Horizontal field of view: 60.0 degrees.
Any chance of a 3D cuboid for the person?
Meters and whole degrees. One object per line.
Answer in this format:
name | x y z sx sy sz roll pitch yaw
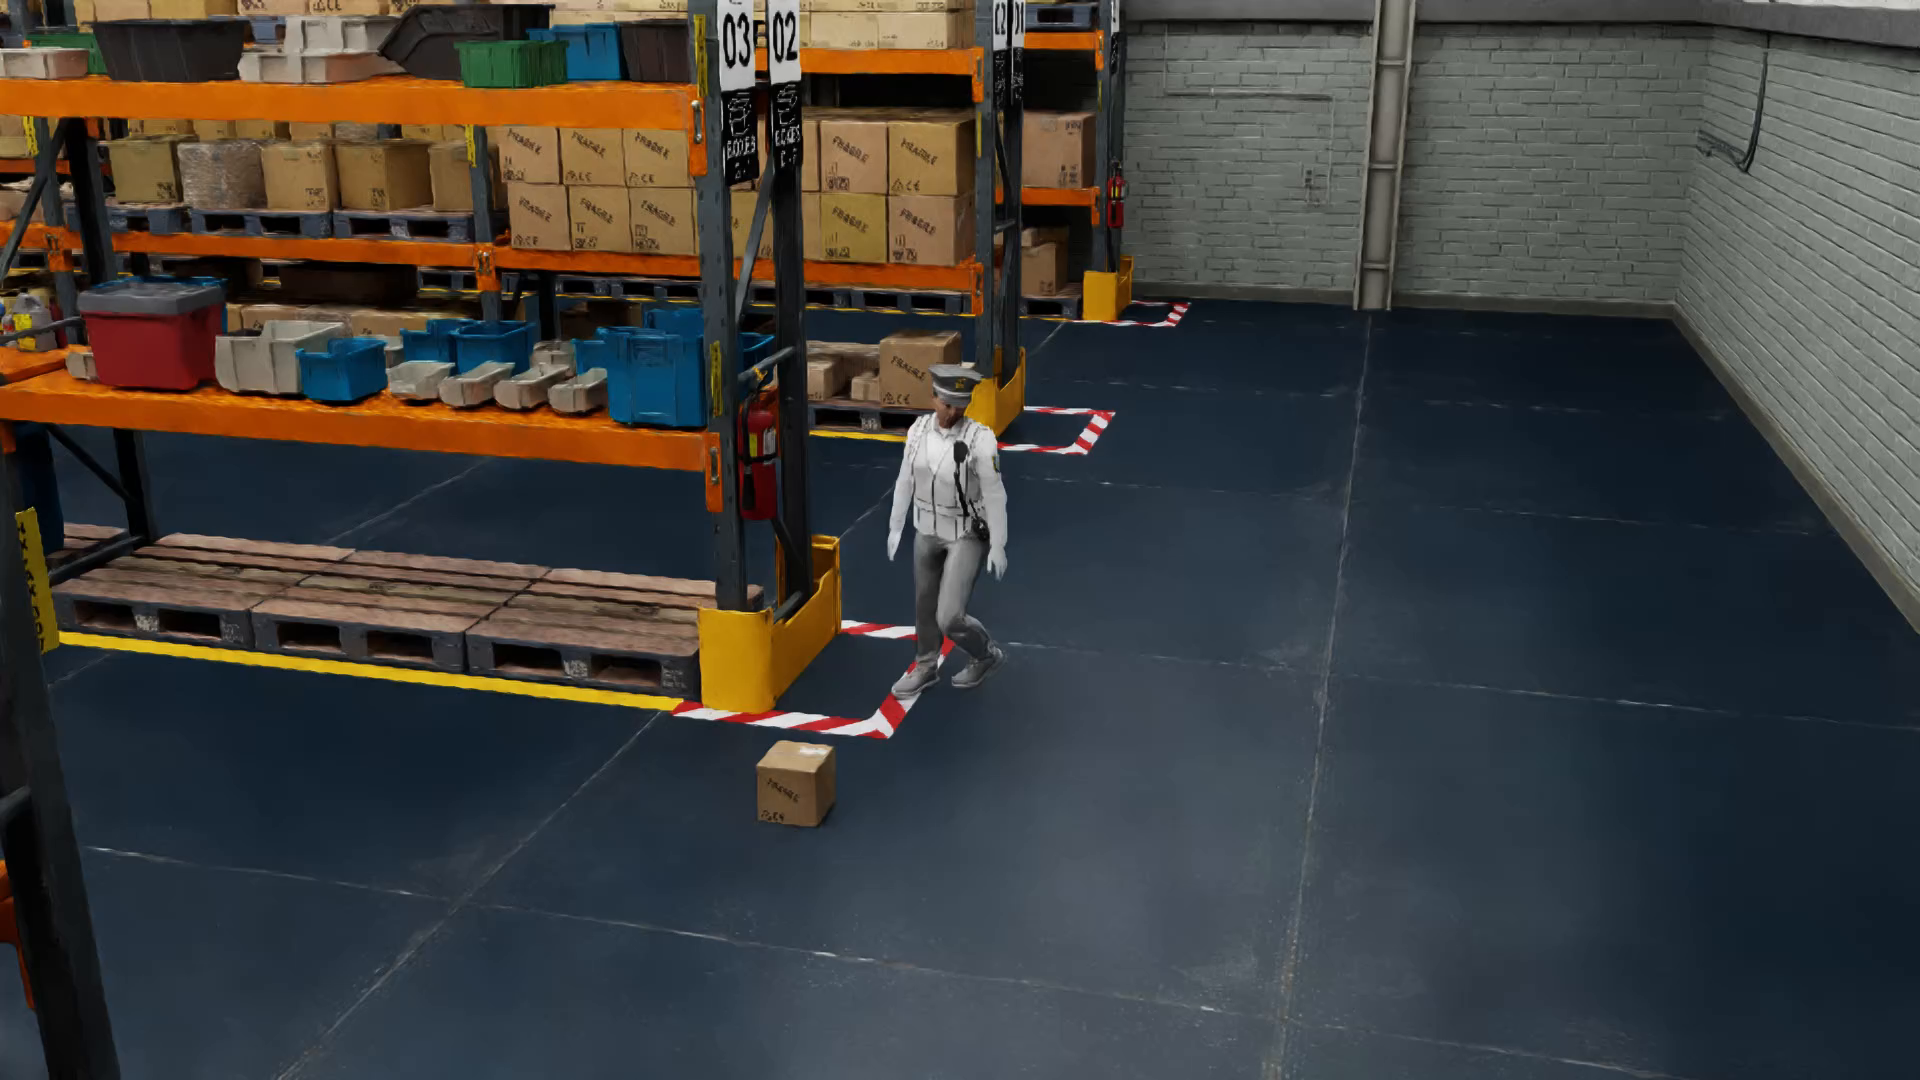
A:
person | -0.057 -0.017 7.605 0.583 1.640 0.452 13 22 33
